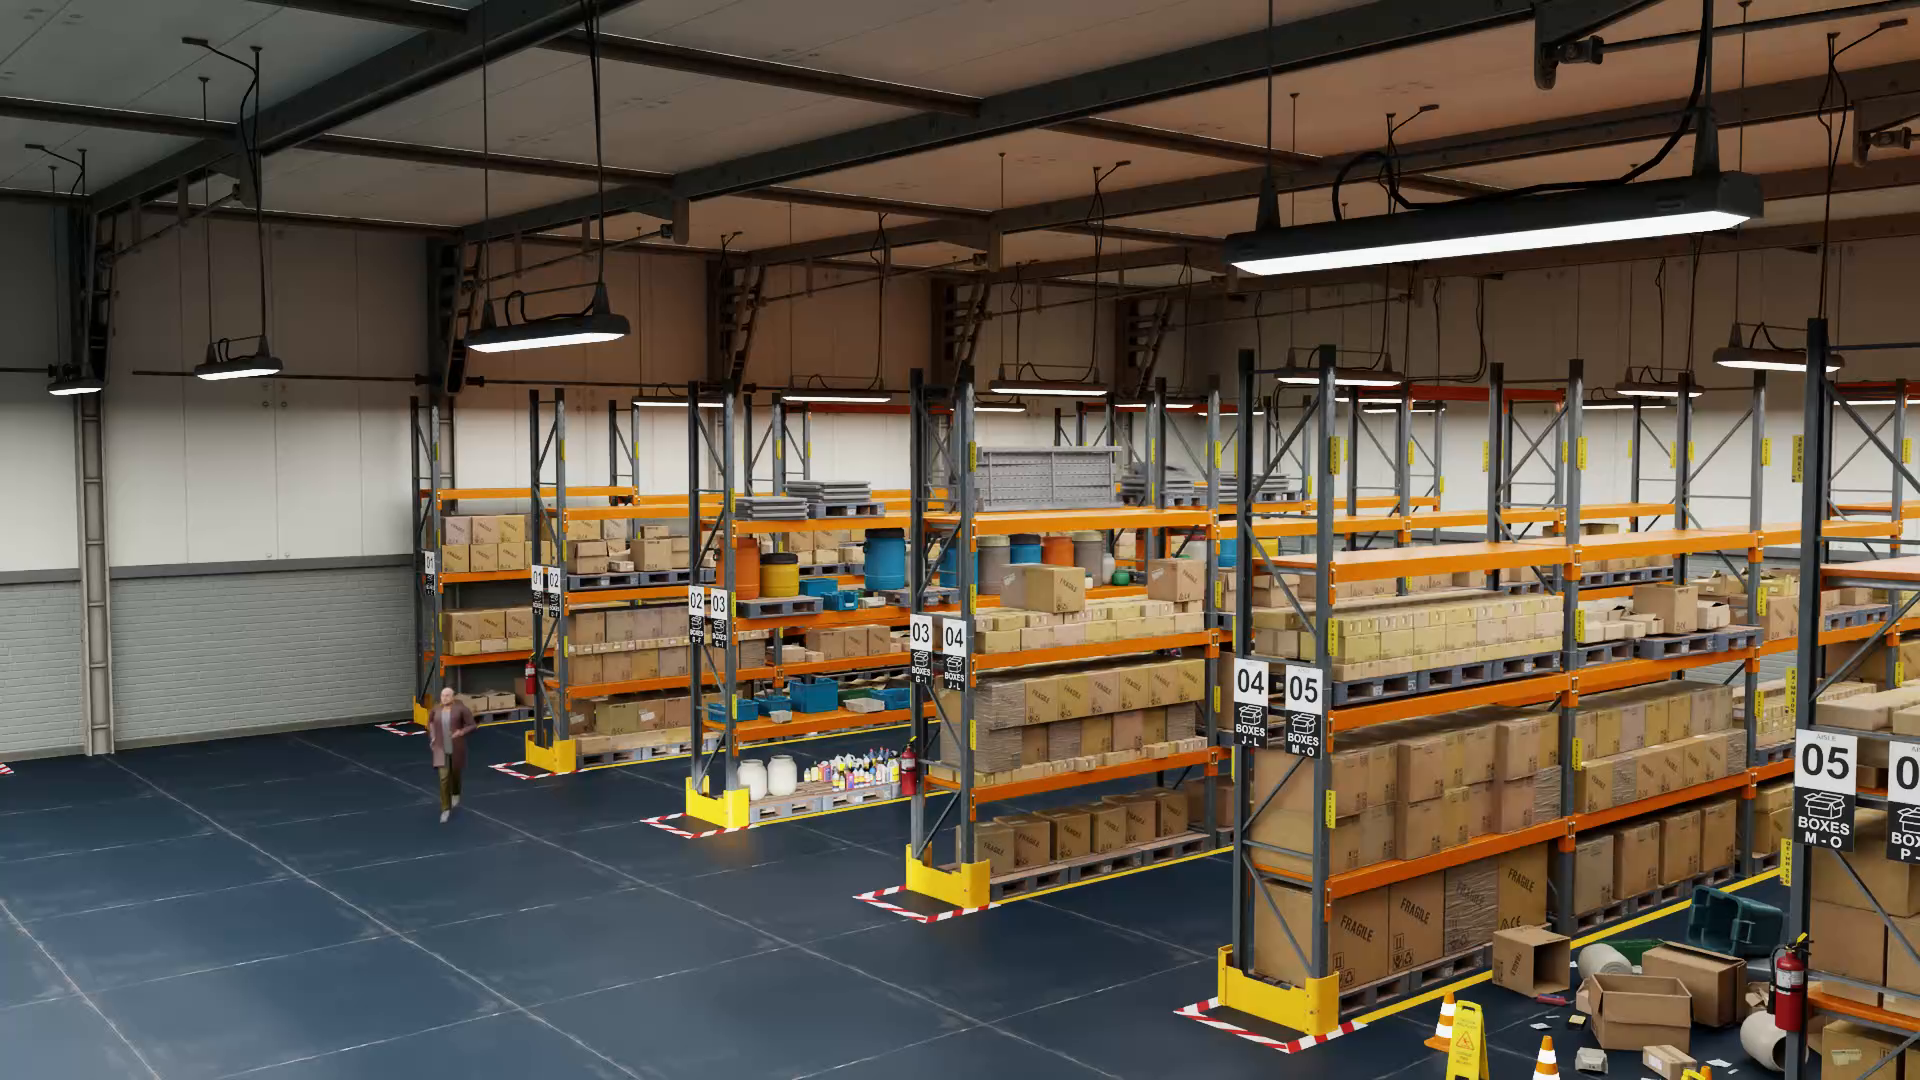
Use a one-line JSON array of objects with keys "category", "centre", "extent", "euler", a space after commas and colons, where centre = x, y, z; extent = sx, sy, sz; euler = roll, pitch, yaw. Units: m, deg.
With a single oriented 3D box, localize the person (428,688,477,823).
[{"category": "person", "centre": [-7.020, 2.923, 22.957], "extent": [0.693, 1.793, 0.977], "euler": [0, 3, -7]}]
